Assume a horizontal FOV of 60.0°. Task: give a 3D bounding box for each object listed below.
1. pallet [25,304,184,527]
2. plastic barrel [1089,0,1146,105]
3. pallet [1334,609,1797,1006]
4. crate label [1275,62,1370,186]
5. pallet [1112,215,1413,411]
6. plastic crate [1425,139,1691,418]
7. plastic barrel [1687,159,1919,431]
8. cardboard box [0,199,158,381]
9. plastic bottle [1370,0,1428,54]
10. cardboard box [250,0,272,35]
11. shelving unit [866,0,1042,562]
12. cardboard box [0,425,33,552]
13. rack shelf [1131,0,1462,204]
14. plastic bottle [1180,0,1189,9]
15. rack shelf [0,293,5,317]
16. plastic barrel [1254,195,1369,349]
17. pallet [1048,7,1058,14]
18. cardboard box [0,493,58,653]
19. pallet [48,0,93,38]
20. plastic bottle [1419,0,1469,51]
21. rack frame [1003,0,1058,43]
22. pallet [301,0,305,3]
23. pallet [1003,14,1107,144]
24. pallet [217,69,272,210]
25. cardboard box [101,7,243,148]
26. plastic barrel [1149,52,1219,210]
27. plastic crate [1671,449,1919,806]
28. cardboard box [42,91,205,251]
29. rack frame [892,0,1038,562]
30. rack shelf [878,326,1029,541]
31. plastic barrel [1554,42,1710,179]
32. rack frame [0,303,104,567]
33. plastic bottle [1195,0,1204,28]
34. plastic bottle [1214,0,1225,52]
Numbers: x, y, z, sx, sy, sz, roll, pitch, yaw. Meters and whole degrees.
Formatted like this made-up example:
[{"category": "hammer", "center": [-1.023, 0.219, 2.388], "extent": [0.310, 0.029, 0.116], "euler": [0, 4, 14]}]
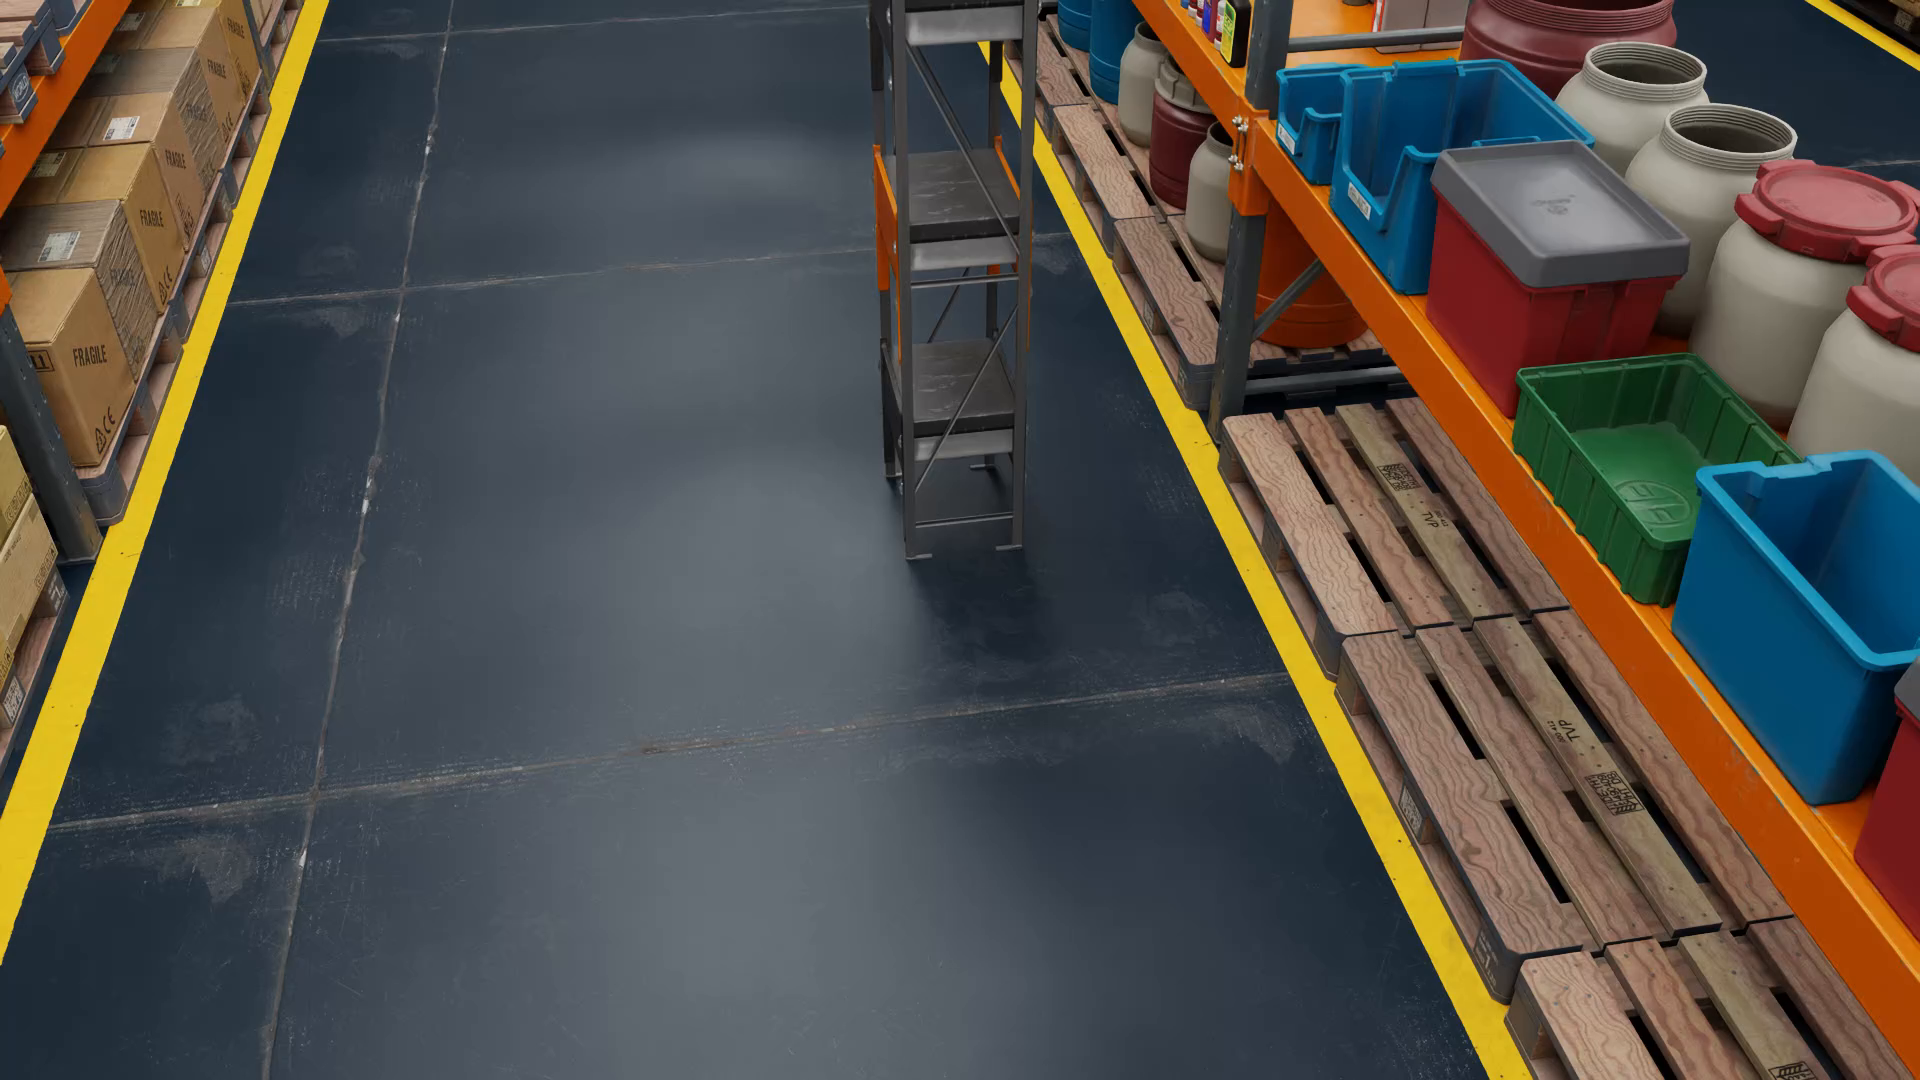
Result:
[{"category": "pallet", "center": [-3.534, -0.446, 6.152], "extent": [1.003, 0.211, 1.213], "euler": [-6, 38, -8]}, {"category": "plastic barrel", "center": [0.939, -2.618, 8.043], "extent": [0.600, 0.901, 0.708], "euler": [-6, 38, -8]}, {"category": "pallet", "center": [1.745, 0.686, 4.695], "extent": [1.003, 0.211, 1.213], "euler": [-6, 38, -8]}, {"category": "crate label", "center": [1.142, -1.262, 5.066], "extent": [0.303, 0.233, 0.416], "euler": [-6, 38, -8]}, {"category": "pallet", "center": [1.258, -0.993, 6.856], "extent": [1.003, 0.211, 1.213], "euler": [-6, 38, -8]}, {"category": "plastic crate", "center": [1.419, -0.639, 4.075], "extent": [0.402, 0.464, 0.583], "euler": [-6, 38, -8]}, {"category": "plastic barrel", "center": [1.982, -0.566, 3.923], "extent": [0.433, 0.535, 0.433], "euler": [0, 38, 0]}, {"category": "cardboard box", "center": [-3.336, -0.900, 6.142], "extent": [0.500, 0.500, 0.500], "euler": [-8, 38, -10]}, {"category": "plastic bottle", "center": [1.530, -1.853, 5.792], "extent": [0.152, 0.276, 0.135], "euler": [-6, 38, -8]}, {"category": "cardboard box", "center": [-4.002, -2.897, 8.867], "extent": [0.500, 0.311, 0.500], "euler": [-6, 38, -8]}, {"category": "shelving unit", "center": [-0.029, -0.929, 5.235], "extent": [0.431, 2.100, 0.503], "euler": [-6, 38, -8]}, {"category": "cardboard box", "center": [-3.106, -0.104, 4.880], "extent": [0.500, 0.311, 0.500], "euler": [-5, 38, -7]}, {"category": "rack shelf", "center": [1.087, -2.546, 7.169], "extent": [1.077, 0.370, 4.000], "euler": [-6, 38, -8]}, {"category": "plastic bottle", "center": [0.870, -2.099, 6.112], "extent": [0.097, 0.271, 0.097], "euler": [0, 38, 0]}, {"category": "rack shelf", "center": [-3.089, 0.400, 3.377], "extent": [1.077, 0.370, 4.000], "euler": [-6, 38, -8]}, {"category": "plastic barrel", "center": [1.335, -1.225, 6.309], "extent": [0.600, 0.830, 0.708], "euler": [-6, 38, -8]}, {"category": "pallet", "center": [0.569, -3.377, 9.925], "extent": [1.003, 0.211, 1.213], "euler": [-6, 38, -8]}, {"category": "cardboard box", "center": [-3.108, 0.119, 5.050], "extent": [0.500, 0.250, 0.500], "euler": [-5, 38, -7]}, {"category": "pallet", "center": [-3.785, -2.190, 6.281], "extent": [1.003, 0.211, 1.213], "euler": [-6, 38, -8]}, {"category": "plastic bottle", "center": [1.680, -1.870, 5.813], "extent": [0.152, 0.276, 0.135], "euler": [-6, 38, -8]}, {"category": "rack frame", "center": [0.736, -4.039, 8.503], "extent": [1.000, 3.000, 0.127], "euler": [-6, 38, -8]}, {"category": "pallet", "center": [-4.478, -3.560, 10.161], "extent": [1.003, 0.211, 1.213], "euler": [-6, 38, -8]}, {"category": "pallet", "center": [0.830, -2.467, 8.753], "extent": [1.003, 0.211, 1.213], "euler": [-6, 38, -8]}, {"category": "pallet", "center": [-3.961, -1.920, 8.049], "extent": [1.003, 0.211, 1.213], "euler": [-6, 38, -8]}, {"category": "cardboard box", "center": [-3.694, -2.128, 7.723], "extent": [0.500, 0.500, 0.500], "euler": [-6, 38, -8]}, {"category": "plastic barrel", "center": [1.137, -1.812, 7.261], "extent": [0.600, 0.588, 0.708], "euler": [-6, 38, -8]}, {"category": "plastic crate", "center": [1.639, 0.167, 3.103], "extent": [0.392, 0.384, 0.575], "euler": [-6, 38, -8]}, {"category": "cardboard box", "center": [-3.515, -1.518, 6.938], "extent": [0.500, 0.500, 0.500], "euler": [-7, 38, -9]}, {"category": "rack frame", "center": [0.014, -0.782, 5.045], "extent": [0.400, 2.100, 0.015], "euler": [-6, 38, -8]}, {"category": "rack shelf", "center": [-0.029, -0.366, 5.672], "extent": [0.431, 0.518, 0.480], "euler": [-6, 38, -8]}, {"category": "plastic barrel", "center": [1.828, -1.068, 4.589], "extent": [0.421, 0.512, 0.421], "euler": [0, 38, 0]}, {"category": "rack frame", "center": [-3.440, -1.092, 4.711], "extent": [1.000, 3.000, 0.127], "euler": [-6, 38, -8]}, {"category": "plastic bottle", "center": [0.904, -1.954, 5.982], "extent": [0.097, 0.201, 0.097], "euler": [0, 38, 0]}, {"category": "plastic bottle", "center": [0.944, -1.814, 5.802], "extent": [0.097, 0.201, 0.097], "euler": [0, 38, 0]}]
